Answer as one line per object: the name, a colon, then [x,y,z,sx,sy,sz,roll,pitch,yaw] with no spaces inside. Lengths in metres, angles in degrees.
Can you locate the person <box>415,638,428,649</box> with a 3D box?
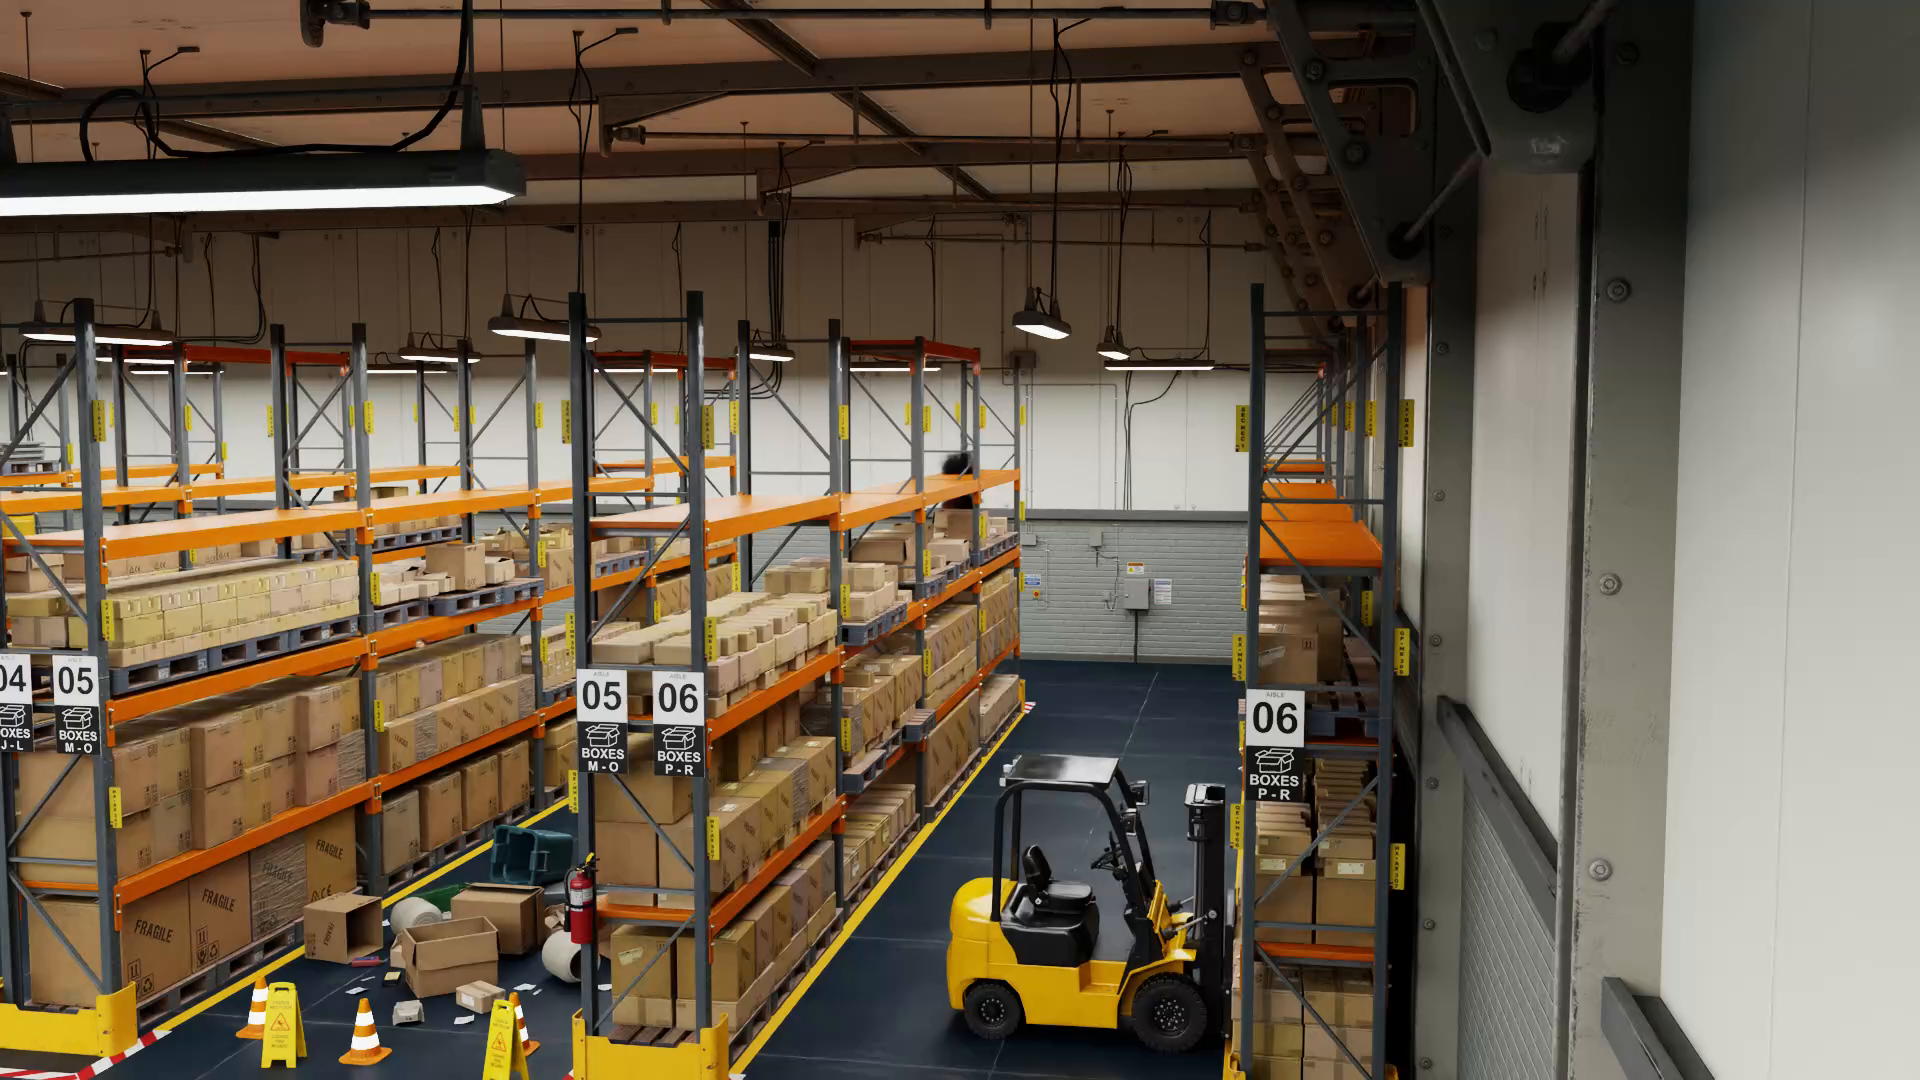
person: [-8.218,2.306,25.442,0.584,1.622,0.702,0,5,6]
